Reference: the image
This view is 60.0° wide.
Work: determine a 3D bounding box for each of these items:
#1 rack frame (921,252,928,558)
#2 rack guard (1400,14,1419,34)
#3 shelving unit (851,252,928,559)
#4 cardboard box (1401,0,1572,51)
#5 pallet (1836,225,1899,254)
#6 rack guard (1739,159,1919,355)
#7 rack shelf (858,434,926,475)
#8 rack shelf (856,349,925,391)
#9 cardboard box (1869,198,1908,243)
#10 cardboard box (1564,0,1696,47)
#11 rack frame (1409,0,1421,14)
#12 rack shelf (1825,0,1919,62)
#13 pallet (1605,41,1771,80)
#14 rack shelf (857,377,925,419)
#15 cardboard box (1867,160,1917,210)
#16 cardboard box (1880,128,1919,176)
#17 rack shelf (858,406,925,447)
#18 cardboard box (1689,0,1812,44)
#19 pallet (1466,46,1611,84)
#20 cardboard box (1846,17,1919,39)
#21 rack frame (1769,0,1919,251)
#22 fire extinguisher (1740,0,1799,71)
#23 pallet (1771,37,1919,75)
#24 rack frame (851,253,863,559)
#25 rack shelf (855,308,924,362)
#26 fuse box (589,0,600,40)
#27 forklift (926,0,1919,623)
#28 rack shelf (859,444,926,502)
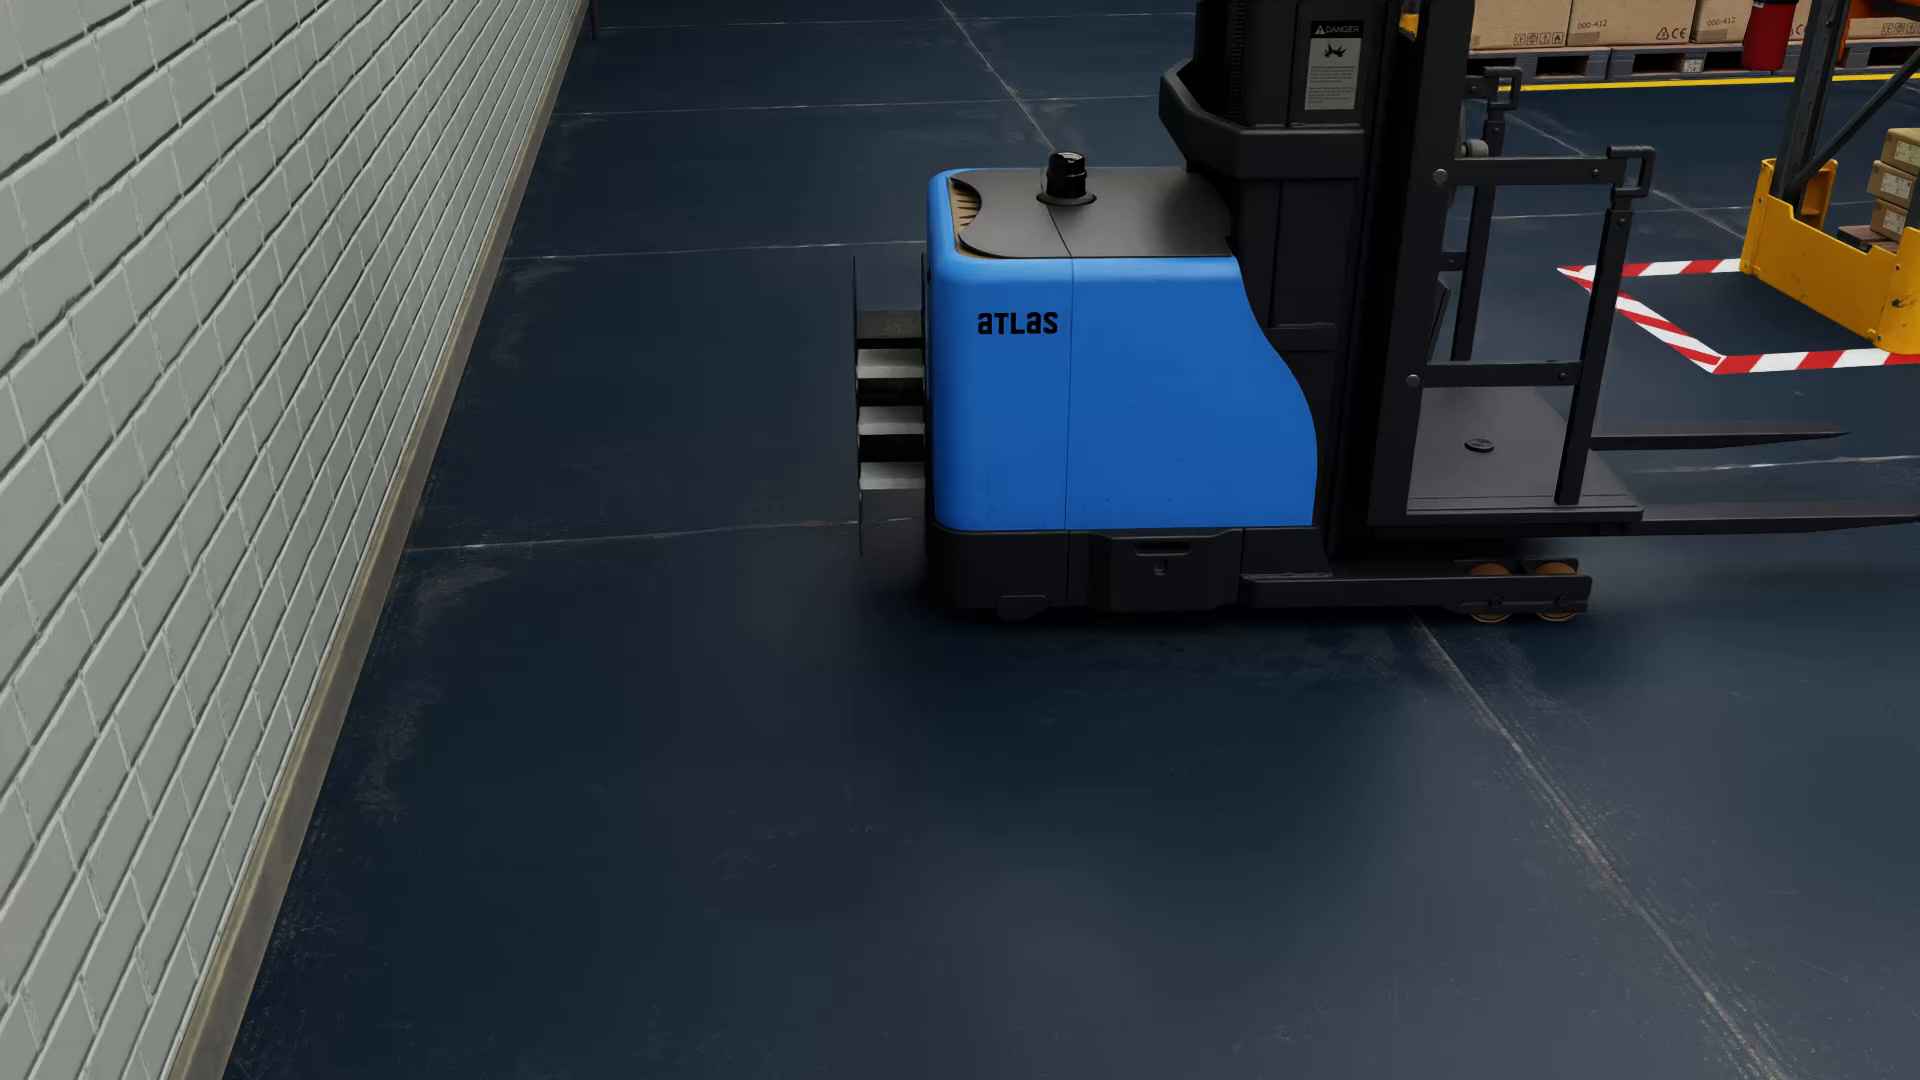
[{"bbox_3d":[-0.107,-0.400,5.045,0.006,0.900,0.240,-1,27,-2],"label":"rack frame"},{"bbox_3d":[2.954,-3.465,11.455,0.348,0.500,1.175,-4,27,-7],"label":"rack guard"},{"bbox_3d":[-0.208,-0.399,5.041,0.210,0.900,0.258,-1,27,-2],"label":"shelving unit"},{"bbox_3d":[3.618,-3.712,11.546,0.875,0.438,0.875,-5,28,-9],"label":"cardboard box"},{"bbox_3d":[4.652,-1.147,7.254,1.213,0.211,1.003,-4,27,-7],"label":"pallet"},{"bbox_3d":[3.843,-1.240,7.119,0.348,0.500,1.175,-4,27,-7],"label":"rack guard"},{"bbox_3d":[-0.208,-0.289,5.097,0.200,0.077,0.258,-1,27,-2],"label":"rack shelf"},{"bbox_3d":[-0.208,-0.529,4.974,0.200,0.077,0.258,-1,27,-2],"label":"rack shelf"},{"bbox_3d":[4.260,-1.393,7.342,0.250,0.149,0.380,-3,27,-6],"label":"cardboard box"},{"bbox_3d":[4.523,-3.774,11.667,0.875,0.438,0.875,-3,27,-6],"label":"cardboard box"},{"bbox_3d":[2.978,-4.578,10.887,0.127,3.000,1.000,-4,27,-7],"label":"rack frame"},{"bbox_3d":[5.748,-2.154,6.951,4.000,0.370,1.077,-4,27,-7],"label":"rack shelf"},{"bbox_3d":[4.964,-3.500,11.840,1.213,0.211,1.003,-4,27,-7],"label":"pallet"},{"bbox_3d":[-0.208,-0.449,5.015,0.200,0.077,0.258,-1,27,-2],"label":"rack shelf"},{"bbox_3d":[4.250,-1.560,7.342,0.250,0.149,0.380,-4,27,-8],"label":"cardboard box"},{"bbox_3d":[4.257,-1.678,7.247,0.250,0.149,0.380,-3,27,-7],"label":"cardboard box"},{"bbox_3d":[-0.208,-0.369,5.056,0.200,0.077,0.258,-1,27,-2],"label":"rack shelf"},{"bbox_3d":[5.416,-3.831,11.777,0.875,0.438,0.875,-4,27,-9],"label":"cardboard box"},{"bbox_3d":[3.759,-3.424,11.692,1.213,0.211,1.003,-4,27,-7],"label":"pallet"},{"bbox_3d":[6.302,-3.888,11.889,0.875,0.438,0.875,-4,27,-8],"label":"cardboard box"},{"bbox_3d":[3.768,-2.347,6.539,0.127,3.000,1.000,-4,27,-7],"label":"rack frame"},{"bbox_3d":[3.454,-2.339,7.017,0.183,0.674,0.296,-4,27,-7],"label":"fire extinguisher"},{"bbox_3d":[6.175,-3.579,11.994,1.213,0.211,1.003,-4,27,-7],"label":"pallet"},{"bbox_3d":[-0.310,-0.397,5.038,0.006,0.900,0.240,-1,27,-2],"label":"rack frame"},{"bbox_3d":[-0.208,-0.609,4.933,0.200,0.077,0.258,-1,27,-2],"label":"rack shelf"},{"bbox_3d":[-2.751,-4.595,12.331,0.414,1.711,0.539,-4,27,-7],"label":"fuse box"},{"bbox_3d":[1.415,-1.308,4.588,3.031,2.935,1.130,-1,27,-2],"label":"forklift"},{"bbox_3d":[-0.208,-0.209,5.138,0.200,0.077,0.258,-1,27,-2],"label":"rack shelf"}]
